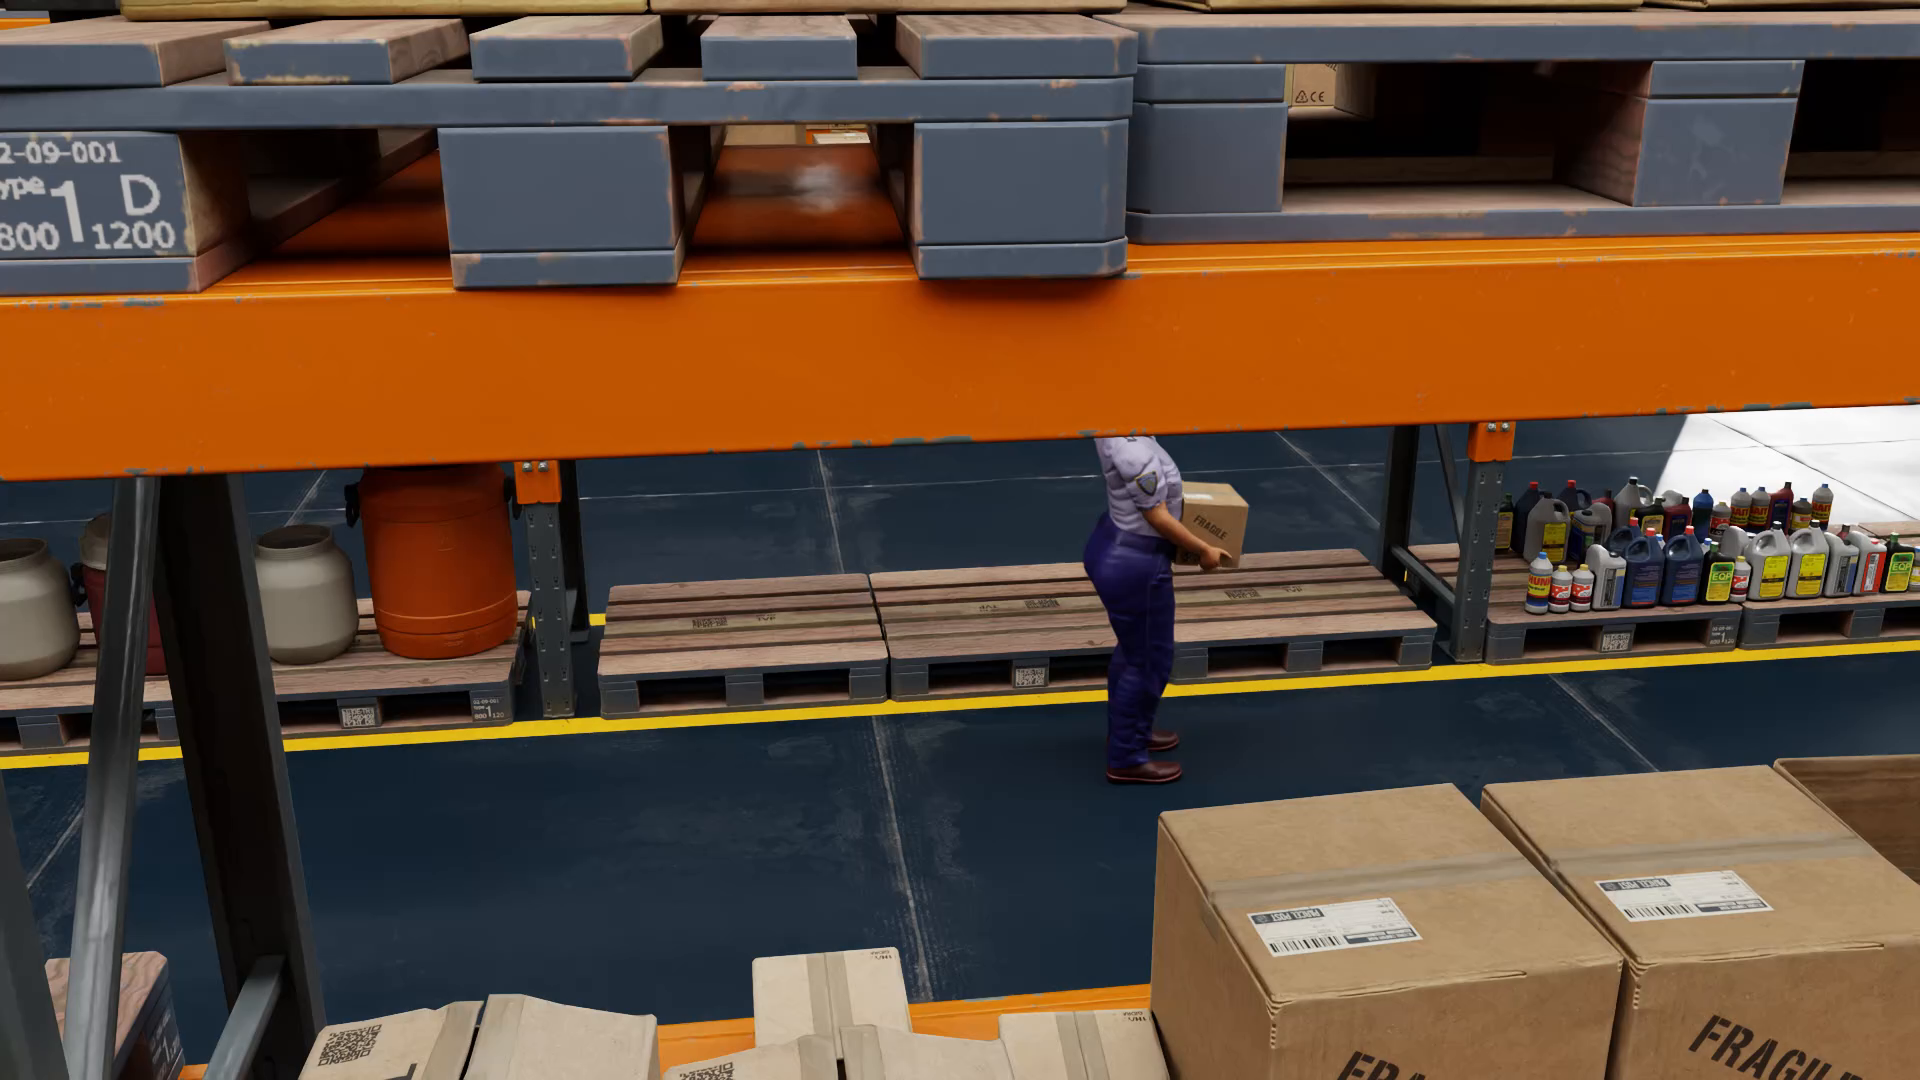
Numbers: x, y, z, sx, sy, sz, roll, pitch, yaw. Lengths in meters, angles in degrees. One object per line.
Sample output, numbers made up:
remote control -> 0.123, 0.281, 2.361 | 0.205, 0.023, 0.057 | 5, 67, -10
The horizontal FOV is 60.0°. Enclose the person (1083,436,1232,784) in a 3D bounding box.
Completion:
person -> 0.739, 0.103, 6.323 | 0.518, 1.640, 0.460 | -3, 20, -8
